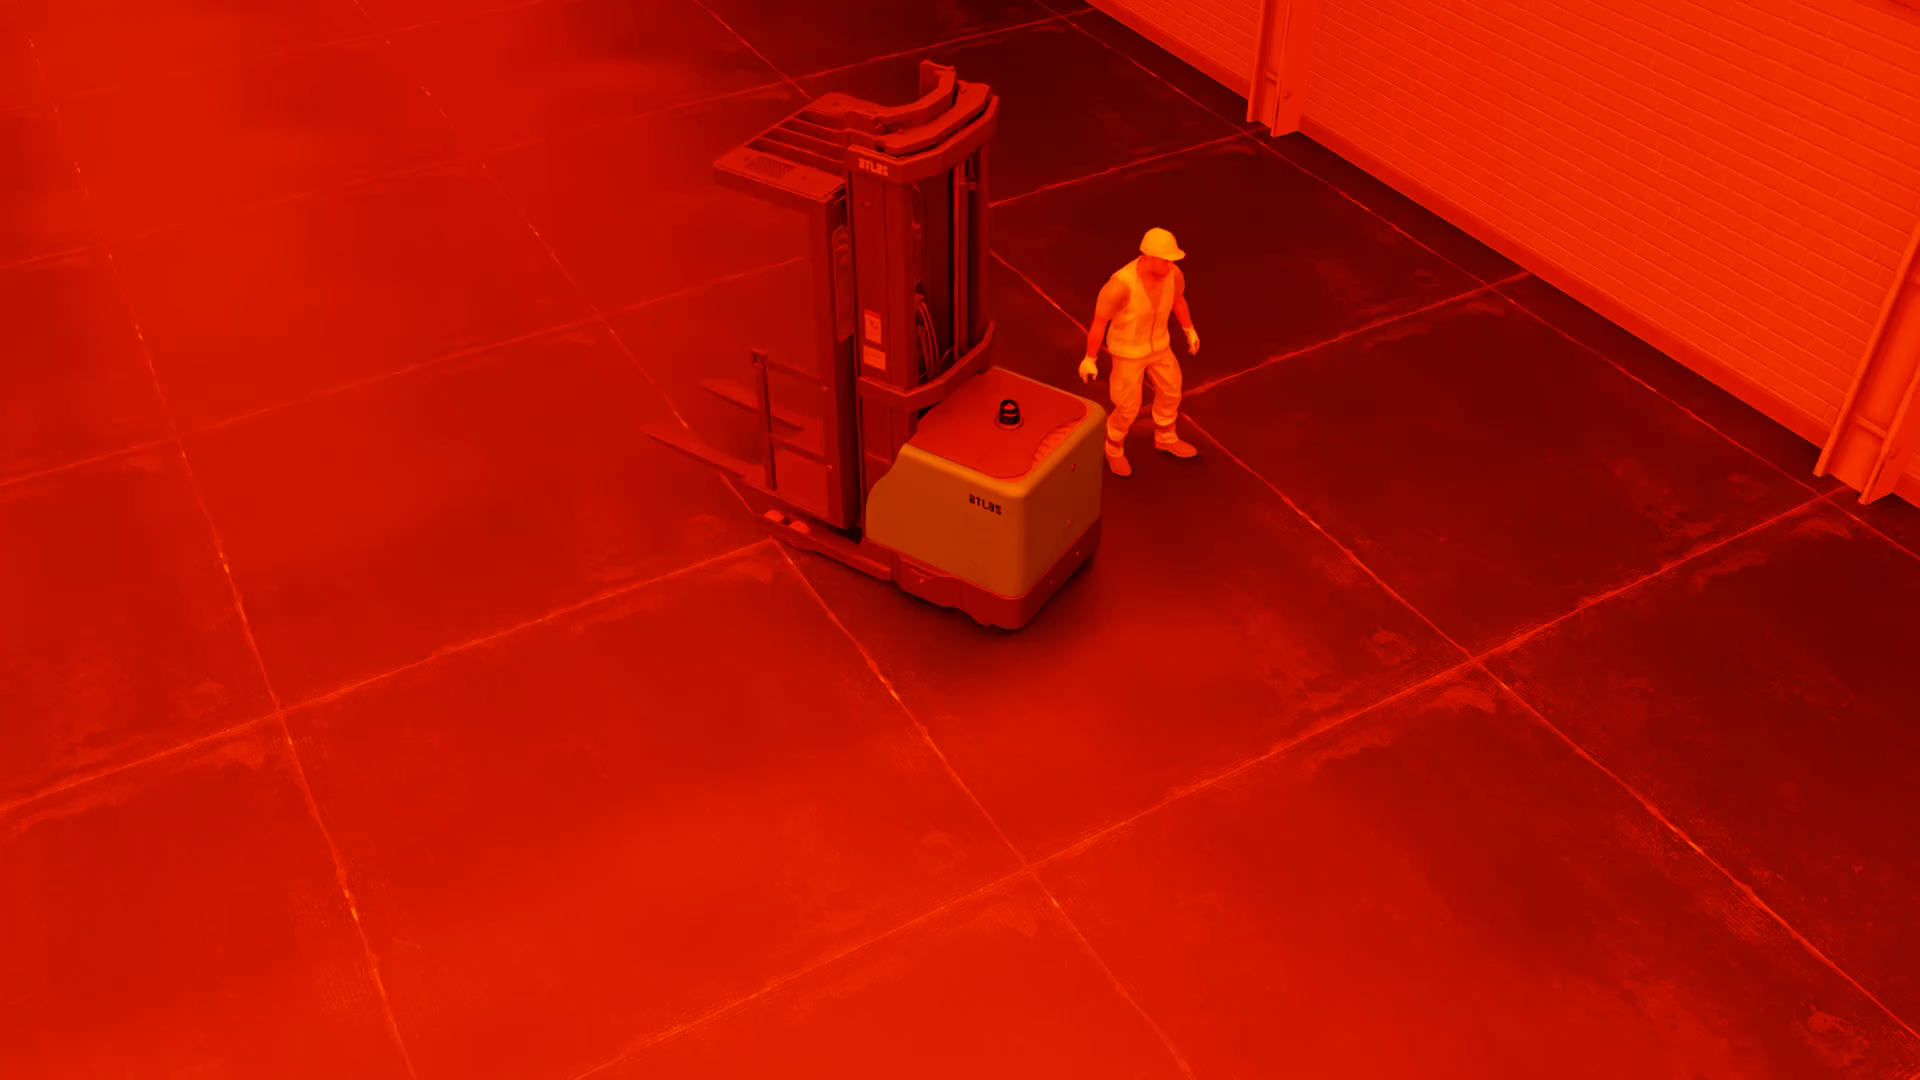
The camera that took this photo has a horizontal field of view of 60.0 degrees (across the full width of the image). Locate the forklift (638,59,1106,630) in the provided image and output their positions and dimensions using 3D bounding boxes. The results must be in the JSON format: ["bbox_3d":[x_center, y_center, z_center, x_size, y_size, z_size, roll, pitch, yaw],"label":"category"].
[{"bbox_3d":[-0.656,-1.337,9.648,3.031,2.935,1.130,23,45,25],"label":"forklift"}]

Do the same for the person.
[{"bbox_3d":[1.153,-1.174,10.375,0.819,1.753,0.423,-22,44,-24],"label":"person"}]
